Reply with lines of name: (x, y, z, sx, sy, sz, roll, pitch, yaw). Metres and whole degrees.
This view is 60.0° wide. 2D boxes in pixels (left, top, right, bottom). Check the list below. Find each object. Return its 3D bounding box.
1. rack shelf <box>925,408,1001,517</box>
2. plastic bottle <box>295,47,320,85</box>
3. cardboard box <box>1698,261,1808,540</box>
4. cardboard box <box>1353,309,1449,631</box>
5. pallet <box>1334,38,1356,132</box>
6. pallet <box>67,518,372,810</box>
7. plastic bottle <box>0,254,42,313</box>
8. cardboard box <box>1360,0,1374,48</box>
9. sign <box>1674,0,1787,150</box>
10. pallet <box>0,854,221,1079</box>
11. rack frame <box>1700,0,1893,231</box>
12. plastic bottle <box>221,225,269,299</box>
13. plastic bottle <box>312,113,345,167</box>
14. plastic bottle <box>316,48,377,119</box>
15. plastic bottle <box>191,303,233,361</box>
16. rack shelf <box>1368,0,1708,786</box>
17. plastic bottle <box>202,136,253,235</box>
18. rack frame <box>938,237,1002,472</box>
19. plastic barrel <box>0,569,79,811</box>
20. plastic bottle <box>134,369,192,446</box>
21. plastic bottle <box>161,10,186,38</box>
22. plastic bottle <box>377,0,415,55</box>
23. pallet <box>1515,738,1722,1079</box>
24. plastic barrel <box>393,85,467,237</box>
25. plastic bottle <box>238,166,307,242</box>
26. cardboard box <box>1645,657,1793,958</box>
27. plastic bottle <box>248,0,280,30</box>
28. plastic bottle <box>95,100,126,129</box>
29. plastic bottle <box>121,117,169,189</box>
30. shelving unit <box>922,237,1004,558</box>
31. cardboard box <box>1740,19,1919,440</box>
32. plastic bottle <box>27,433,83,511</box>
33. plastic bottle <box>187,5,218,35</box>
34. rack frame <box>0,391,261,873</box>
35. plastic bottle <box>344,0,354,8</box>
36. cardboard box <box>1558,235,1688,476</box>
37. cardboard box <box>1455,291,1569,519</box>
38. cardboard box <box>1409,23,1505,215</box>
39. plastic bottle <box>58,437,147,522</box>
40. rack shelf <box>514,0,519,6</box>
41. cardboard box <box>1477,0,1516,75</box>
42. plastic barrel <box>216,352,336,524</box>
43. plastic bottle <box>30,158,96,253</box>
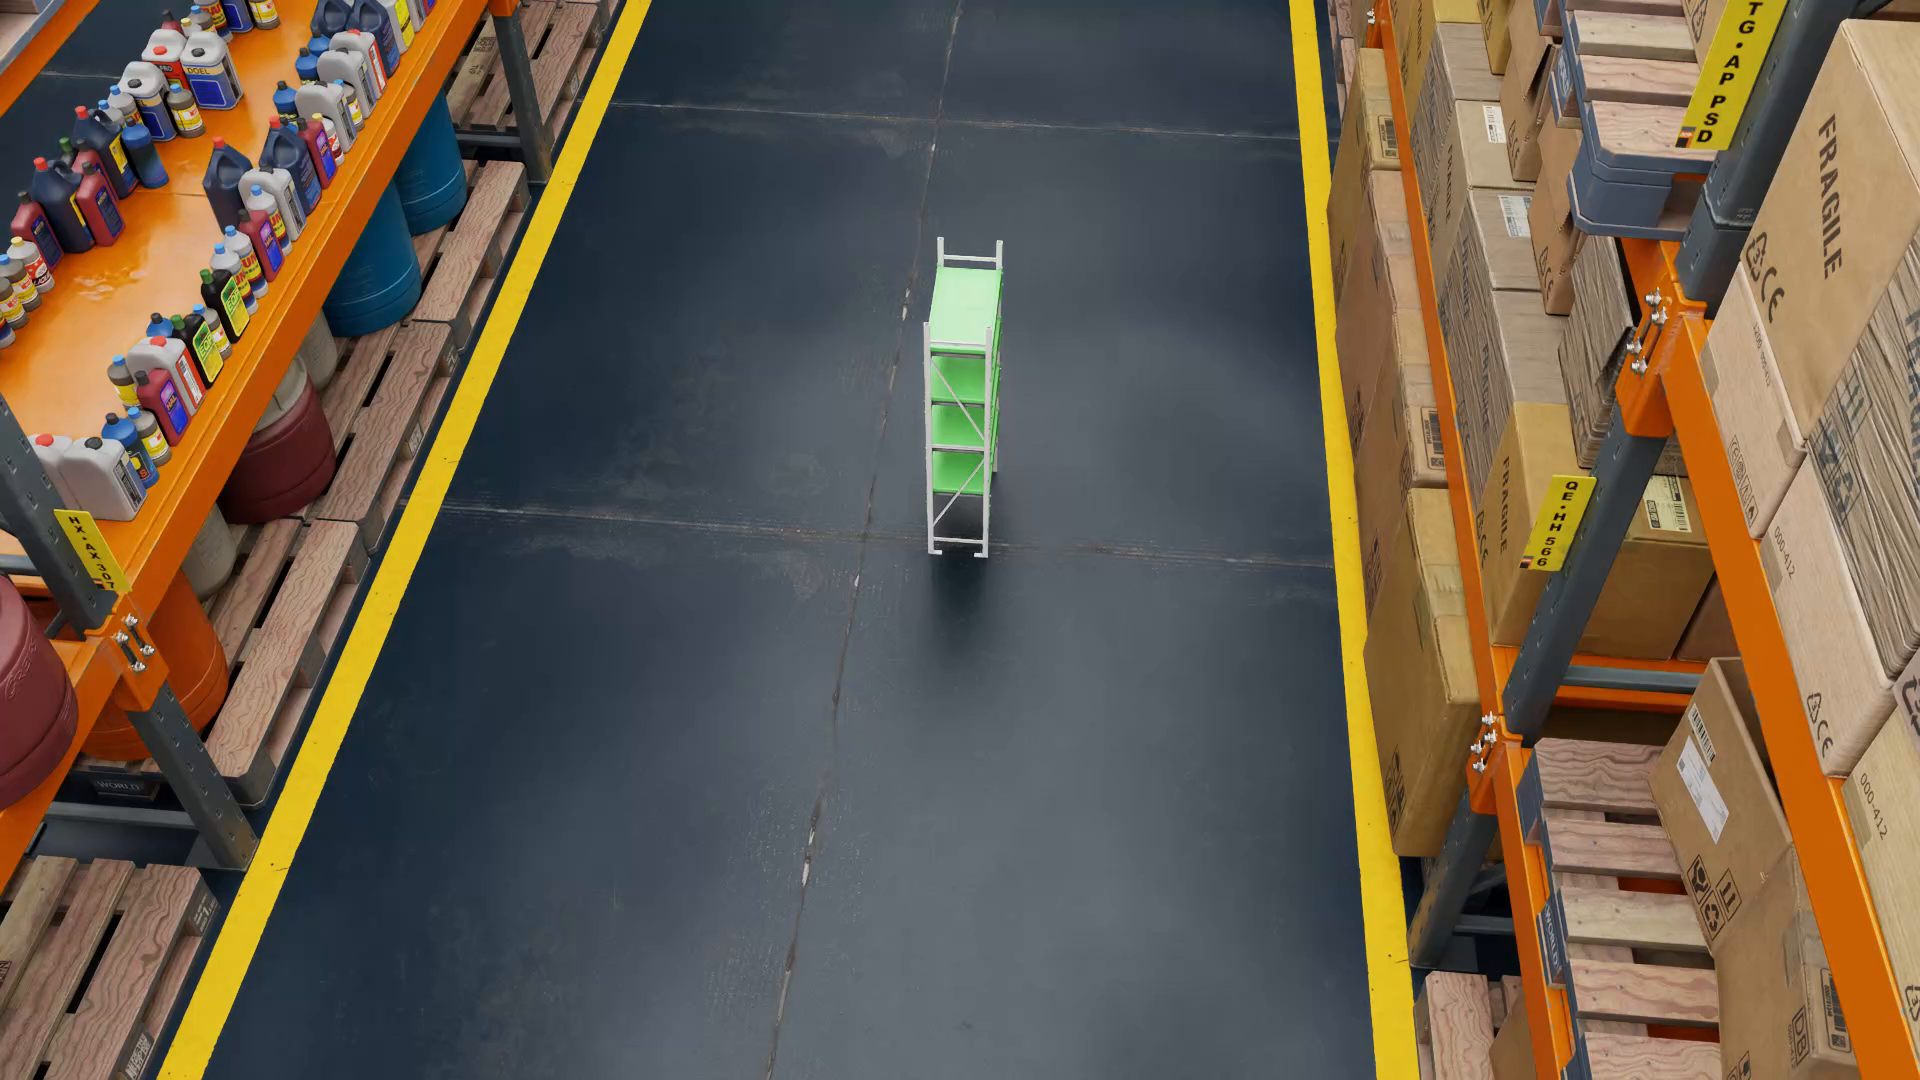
rack shelf: (0.015, -0.321, 6.669, 0.258, 0.148, 0.480, 4, 48, 4)
plastic bottle: (-2.514, -1.786, 6.464, 0.097, 0.271, 0.097, 0, 48, 0)
cardboard box: (1.689, -0.245, 3.036, 0.500, 0.250, 0.500, 5, 48, 4)
cardboard box: (2.158, -0.197, 6.078, 1.225, 0.875, 0.875, 4, 48, 4)
pallet: (2.497, -2.163, 8.612, 1.003, 0.211, 1.213, 4, 48, 4)
pallet: (-2.916, 0.414, 6.254, 1.003, 0.211, 1.213, 4, 48, 4)
plastic bottle: (-3.232, -0.886, 5.688, 0.097, 0.201, 0.097, 0, 48, 0)
cardboard box: (2.490, -2.455, 8.144, 0.875, 0.875, 0.875, 4, 48, 4)
sign: (1.434, -0.869, 3.101, 0.100, 0.325, 0.005, 4, 48, 4)
pallet: (-3.056, 1.563, 5.203, 1.003, 0.211, 1.213, 4, 48, 4)
rack frame: (1.986, -1.636, 2.174, 1.000, 3.000, 0.127, 4, 48, 4)
plastic bottle: (-2.463, -0.960, 5.708, 0.097, 0.271, 0.097, 0, 48, 0)
plastic bottle: (-2.392, -1.510, 6.259, 0.097, 0.201, 0.097, 0, 48, 0)
plastic bottle: (-2.388, -1.793, 6.467, 0.152, 0.276, 0.135, 4, 48, 4)
plastic bottle: (-2.493, -0.695, 5.514, 0.097, 0.201, 0.097, 0, 48, 0)
rack shelf: (2.168, -0.839, 5.998, 1.077, 0.370, 4.000, 4, 48, 4)
plastic bottle: (-2.604, -1.272, 5.940, 0.144, 0.351, 0.185, 4, 48, 4)
rack frame: (0.037, -0.706, 6.608, 0.240, 1.200, 0.015, 4, 48, 4)
plastic barrel: (-2.687, 0.371, 4.312, 0.600, 0.536, 0.708, 4, 48, 4)
plastic bottle: (-2.510, -0.440, 5.225, 0.061, 0.283, 0.133, 4, 48, 4)
plastic bottle: (-3.121, -1.951, 6.607, 0.061, 0.283, 0.133, 4, 48, 4)
plastic bottle: (-2.340, -2.170, 6.761, 0.144, 0.351, 0.185, 4, 48, 4)
pallet: (2.027, 0.984, 3.973, 1.213, 0.211, 1.003, 4, 48, 4)
plastic barrel: (-2.649, -1.919, 7.636, 0.600, 0.901, 0.708, 4, 48, 4)
plastic bottle: (-2.459, -1.218, 5.941, 0.152, 0.276, 0.135, 4, 48, 4)
cardboard box: (1.976, 0.612, 3.831, 0.500, 0.500, 0.500, -1, 48, -1)
plastic bottle: (-2.911, -2.239, 6.926, 0.097, 0.201, 0.097, 0, 48, 0)
plastic bottle: (-3.156, -1.520, 6.221, 0.097, 0.271, 0.097, 0, 48, 0)
plastic bottle: (-3.021, -1.439, 6.147, 0.097, 0.271, 0.097, 0, 48, 0)
shelving unit: (0.015, -0.527, 6.444, 0.258, 1.200, 0.503, 4, 48, 4)
cardboard box: (1.687, -0.498, 2.760, 0.500, 0.500, 0.500, 4, 48, 4)
plastic bottle: (-2.737, -0.209, 5.019, 0.152, 0.276, 0.135, 4, 48, 4)
plastic bottle: (-3.084, -2.079, 6.779, 0.097, 0.201, 0.097, 0, 48, 0)
rack frame: (-2.947, 0.055, 4.693, 1.000, 3.000, 0.127, 4, 48, 4)
plastic bottle: (-2.484, -2.180, 6.770, 0.144, 0.351, 0.185, 4, 48, 4)
cardboard box: (2.068, -0.520, 4.471, 0.797, 0.503, 0.637, 5, 48, 5)
cardboard box: (1.835, -0.391, 5.033, 0.500, 0.500, 0.500, 3, 48, 3)
cardboard box: (1.968, -1.526, 6.071, 0.500, 0.500, 0.500, 3, 48, 3)
plastic bottle: (-2.585, -0.199, 5.009, 0.152, 0.276, 0.135, 4, 48, 4)
rack shelf: (-2.400, -4.111, 8.991, 1.077, 0.370, 4.000, 4, 48, 4)
cardboard box: (2.226, -1.950, 5.779, 0.797, 0.503, 0.637, 4, 48, 4)
plastic barrel: (-2.816, -0.463, 6.516, 0.600, 0.588, 0.708, 4, 48, 4)
plastic bottle: (-3.175, -1.208, 5.881, 0.144, 0.351, 0.185, 4, 48, 4)
